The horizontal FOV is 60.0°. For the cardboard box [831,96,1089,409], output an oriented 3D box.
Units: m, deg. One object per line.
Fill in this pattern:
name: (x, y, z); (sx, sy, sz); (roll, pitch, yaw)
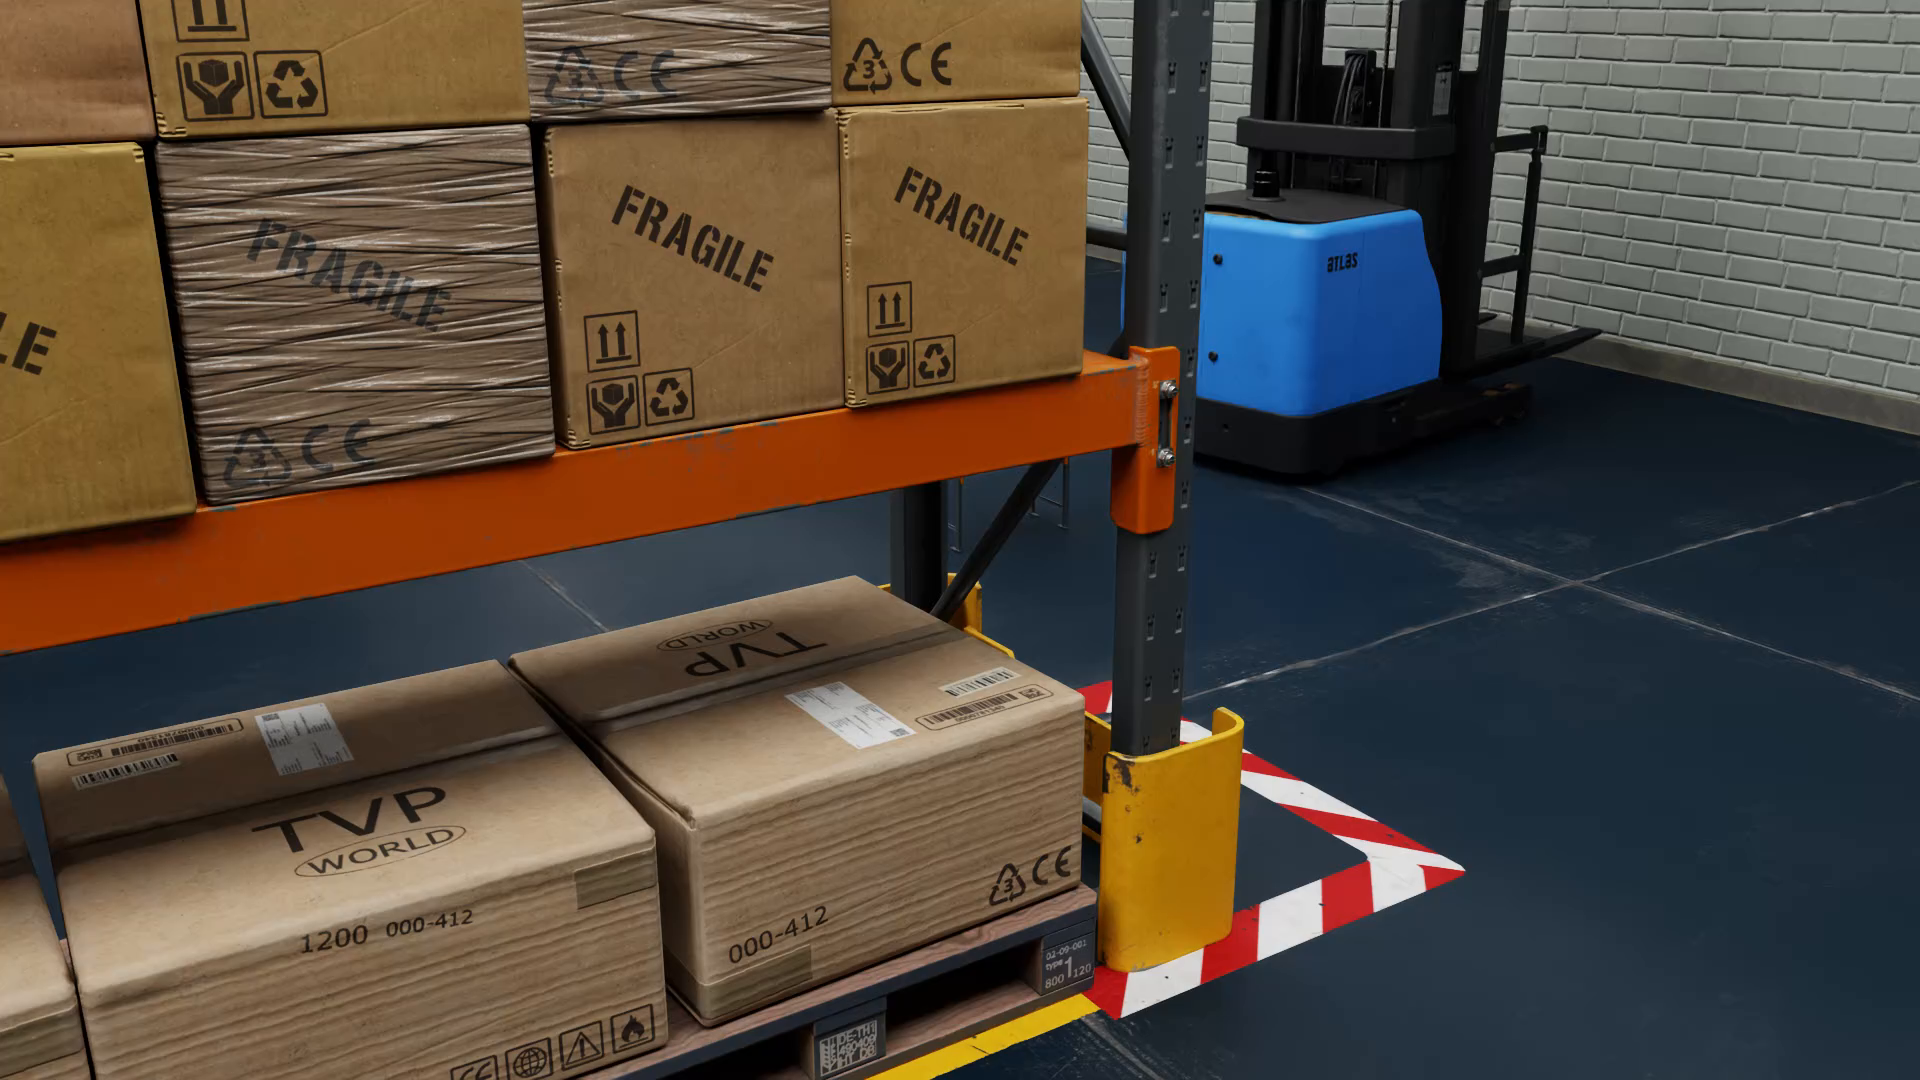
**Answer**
cardboard box: (-0.113, -0.569, 3.087); (0.500, 0.500, 0.500); (-12, 22, -31)

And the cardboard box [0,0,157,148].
cardboard box: (-1.383, -0.775, 2.137); (0.500, 0.500, 0.500); (-12, 22, -32)

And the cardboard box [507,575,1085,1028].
cardboard box: (-0.352, 0.481, 3.484); (0.875, 0.438, 0.875); (-13, 23, -33)

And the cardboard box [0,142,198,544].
cardboard box: (-1.389, -0.296, 2.282); (0.500, 0.500, 0.500); (-11, 22, -30)

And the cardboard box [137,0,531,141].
cardboard box: (-0.962, -0.863, 2.397); (0.500, 0.500, 0.500); (-12, 22, -32)

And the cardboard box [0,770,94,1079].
cardboard box: (-1.866, 0.803, 2.532); (0.875, 0.438, 0.875); (-13, 22, -33)

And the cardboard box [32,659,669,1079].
cardboard box: (-1.112, 0.644, 3.000); (0.875, 0.438, 0.875); (-11, 22, -30)

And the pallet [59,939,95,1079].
pallet: (-1.498, 1.019, 2.900); (1.213, 0.211, 1.003); (-12, 22, -31)

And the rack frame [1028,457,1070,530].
rack frame: (0.342, -0.641, 6.266); (0.015, 1.200, 0.240); (-12, 22, -31)

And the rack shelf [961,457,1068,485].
rack shelf: (0.138, -0.346, 6.224); (0.480, 0.148, 0.258); (-12, 22, -31)

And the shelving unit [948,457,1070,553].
shelving unit: (0.138, -0.598, 6.139); (0.503, 1.200, 0.258); (-12, 22, -31)

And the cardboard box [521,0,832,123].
cardboard box: (-0.548, -0.949, 2.652); (0.500, 0.500, 0.500); (-12, 22, -31)

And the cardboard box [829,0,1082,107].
cardboard box: (-0.127, -1.049, 2.948); (0.500, 0.500, 0.500); (-11, 22, -30)

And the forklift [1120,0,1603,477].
forklift: (2.102, -2.034, 7.686); (3.031, 2.935, 1.130); (-17, 25, -41)

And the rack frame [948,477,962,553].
rack frame: (-0.066, -0.555, 6.012); (0.015, 1.200, 0.240); (-12, 22, -31)

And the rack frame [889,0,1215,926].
rack frame: (0.144, -0.677, 3.563); (0.127, 3.000, 1.000); (-12, 22, -31)

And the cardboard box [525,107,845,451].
cardboard box: (-0.540, -0.484, 2.837); (0.500, 0.500, 0.500); (-12, 22, -33)

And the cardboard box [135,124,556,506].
cardboard box: (-0.965, -0.391, 2.561); (0.500, 0.500, 0.500); (-11, 22, -30)

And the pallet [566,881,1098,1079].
pallet: (-0.480, 0.806, 3.532); (1.213, 0.211, 1.003); (-12, 22, -31)

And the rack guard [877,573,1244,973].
rack guard: (0.164, 0.503, 3.976); (0.348, 0.500, 1.175); (-12, 22, -31)

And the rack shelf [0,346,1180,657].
rack shelf: (-1.526, 0.016, 2.637); (4.000, 0.370, 1.077); (-12, 22, -31)
